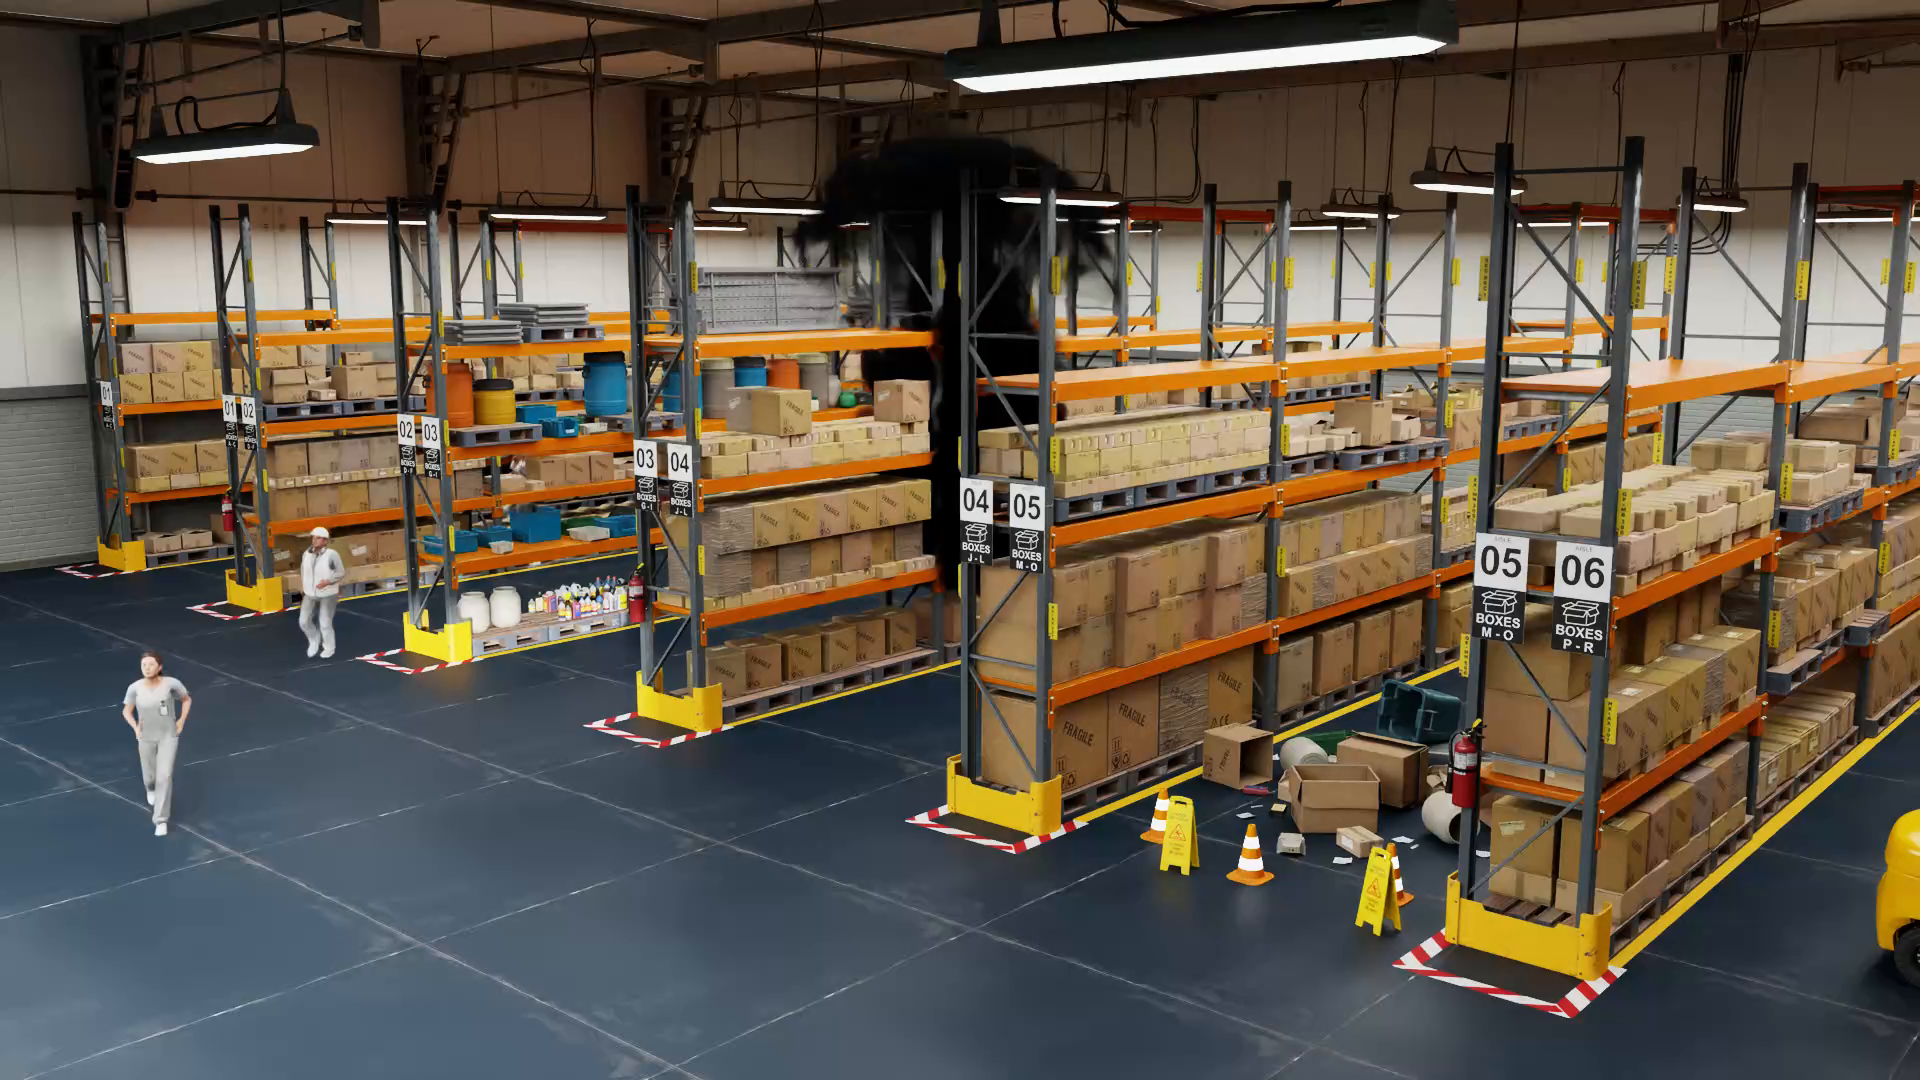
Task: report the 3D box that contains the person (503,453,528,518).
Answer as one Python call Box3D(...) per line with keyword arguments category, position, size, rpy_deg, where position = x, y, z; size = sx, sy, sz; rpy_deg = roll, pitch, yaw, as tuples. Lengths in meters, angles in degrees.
Box3D(category="person", position=(-8.239, -0.860, 31.031), size=(0.719, 1.767, 0.590), rpy_deg=(8, 13, 40))

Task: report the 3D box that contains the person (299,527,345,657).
Box3D(category="person", position=(-8.298, 0.692, 21.560), size=(0.662, 1.735, 0.626), rpy_deg=(1, 9, 3))

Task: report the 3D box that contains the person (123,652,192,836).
Box3D(category="person", position=(-7.406, 1.832, 15.400), size=(0.575, 1.661, 0.808), rpy_deg=(-3, 10, -19))
